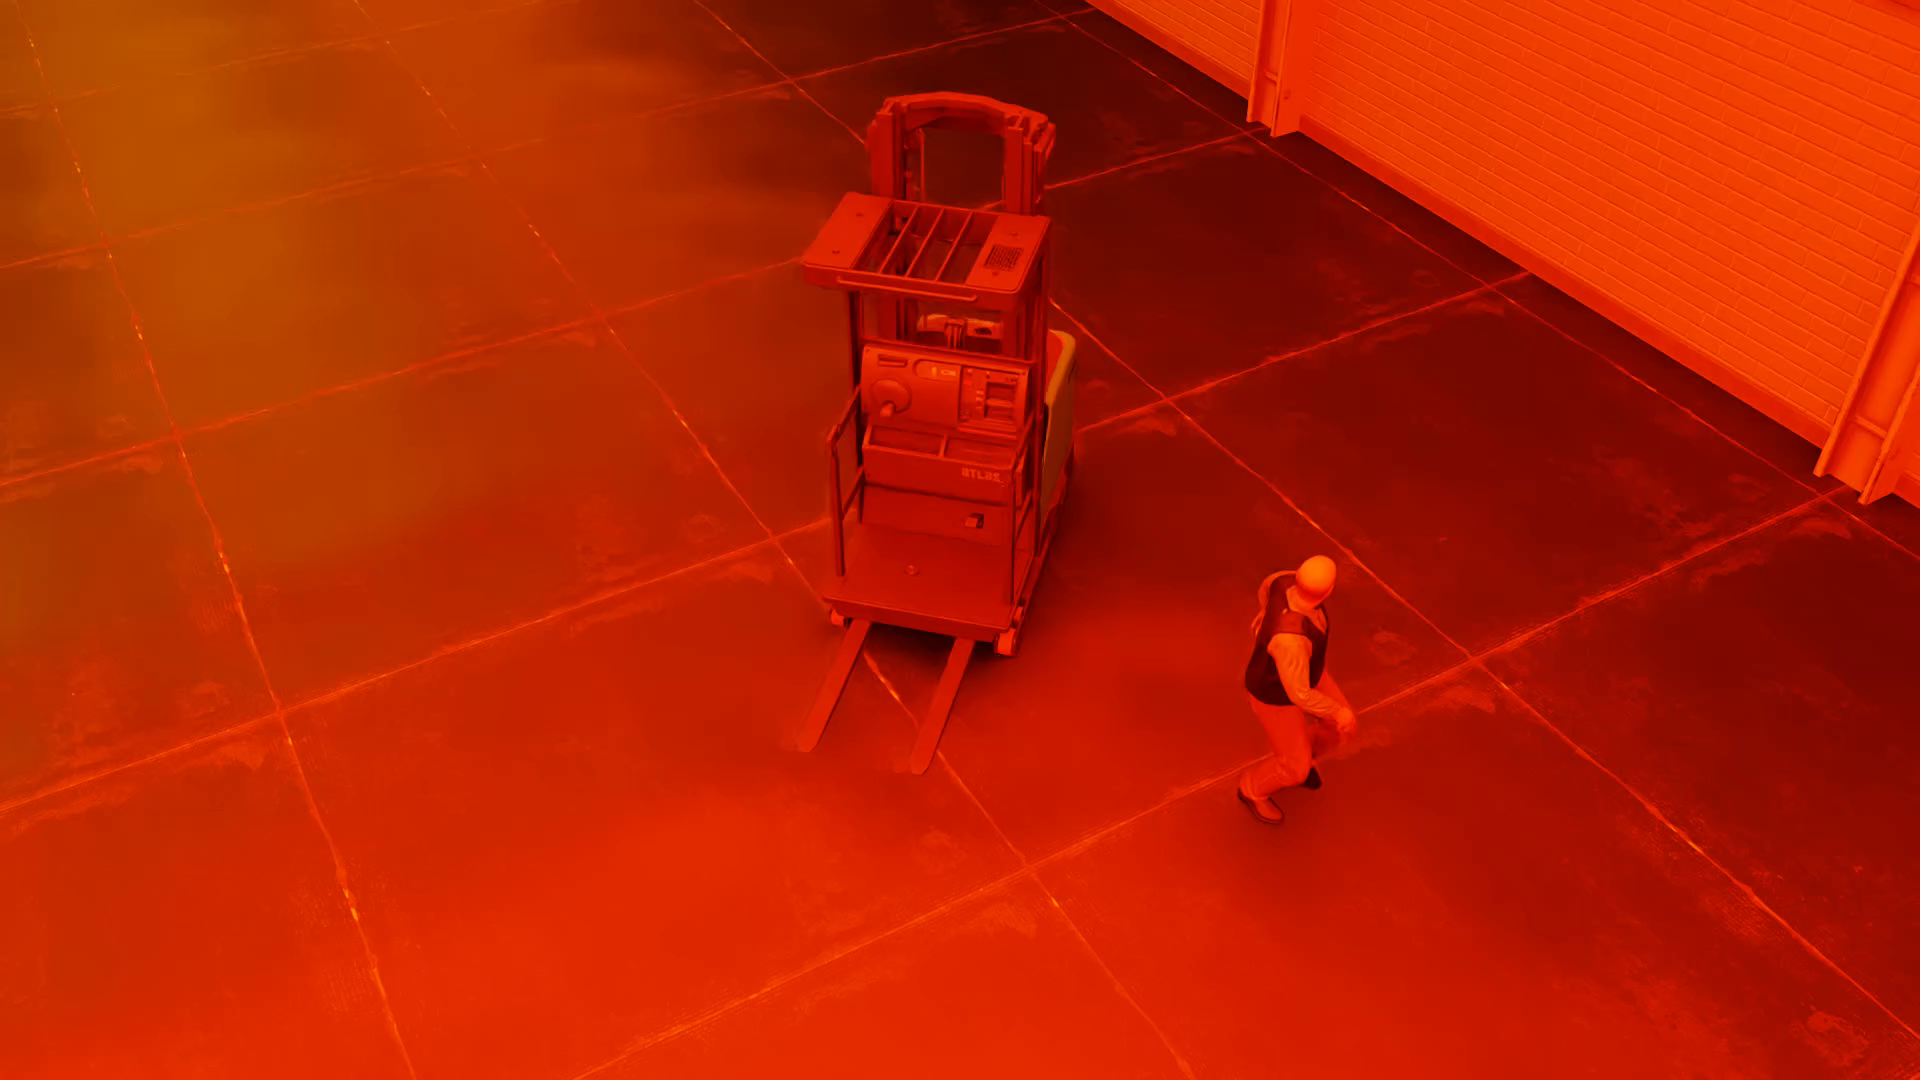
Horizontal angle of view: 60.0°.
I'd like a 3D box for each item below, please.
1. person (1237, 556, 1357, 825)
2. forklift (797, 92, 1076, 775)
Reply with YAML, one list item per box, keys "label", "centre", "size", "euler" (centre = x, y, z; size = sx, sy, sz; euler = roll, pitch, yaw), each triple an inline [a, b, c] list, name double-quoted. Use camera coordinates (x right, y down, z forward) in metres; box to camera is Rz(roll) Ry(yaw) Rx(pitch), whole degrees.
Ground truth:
- label: "person"
  centre: [1.648, 0.718, 8.199]
  size: [0.707, 1.669, 0.699]
  euler: [21, 44, 23]
- label: "forklift"
  centre: [-0.139, -0.740, 8.929]
  size: [1.130, 2.935, 3.031]
  euler: [9, 41, 11]
